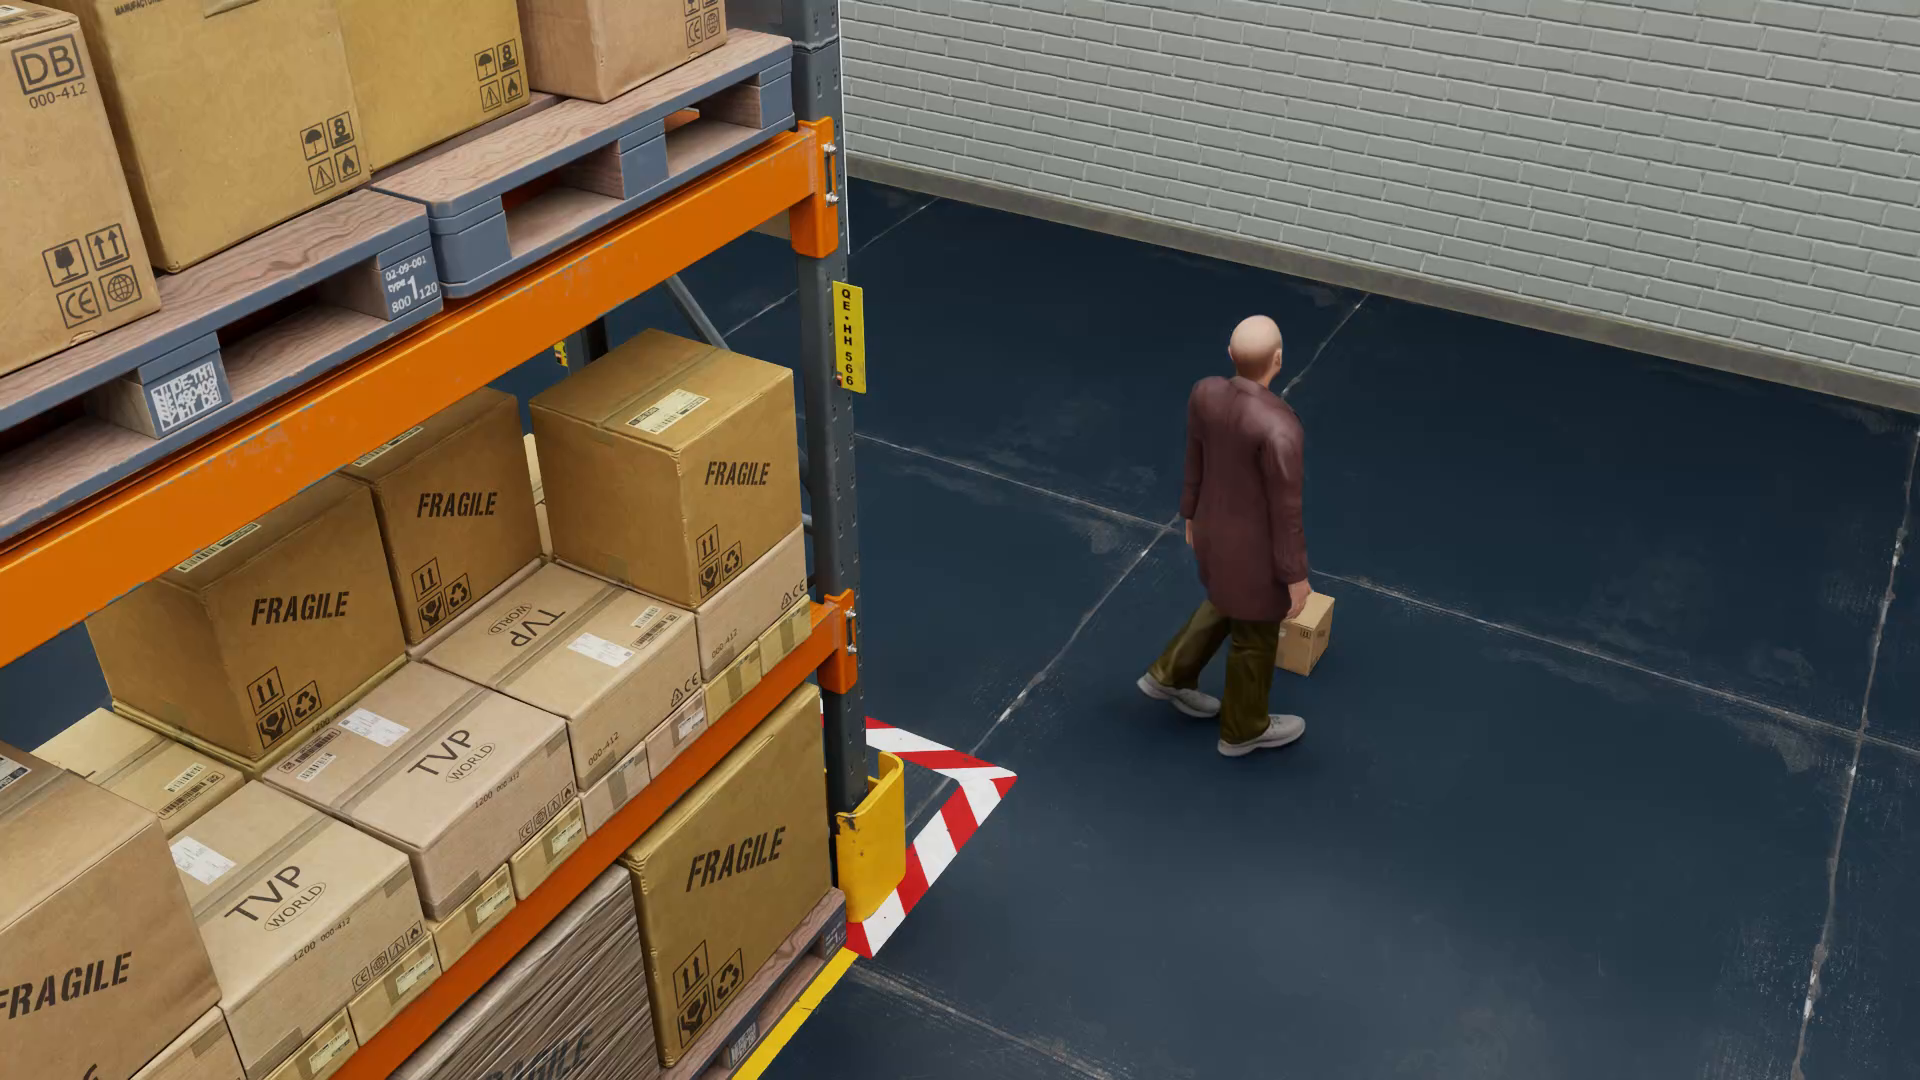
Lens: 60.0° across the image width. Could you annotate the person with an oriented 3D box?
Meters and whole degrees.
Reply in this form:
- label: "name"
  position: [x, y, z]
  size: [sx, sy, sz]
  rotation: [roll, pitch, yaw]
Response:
- label: "person"
  position: [1.045, 0.017, 6.124]
  size: [0.555, 1.773, 0.666]
  rotation: [-15, 37, -21]
